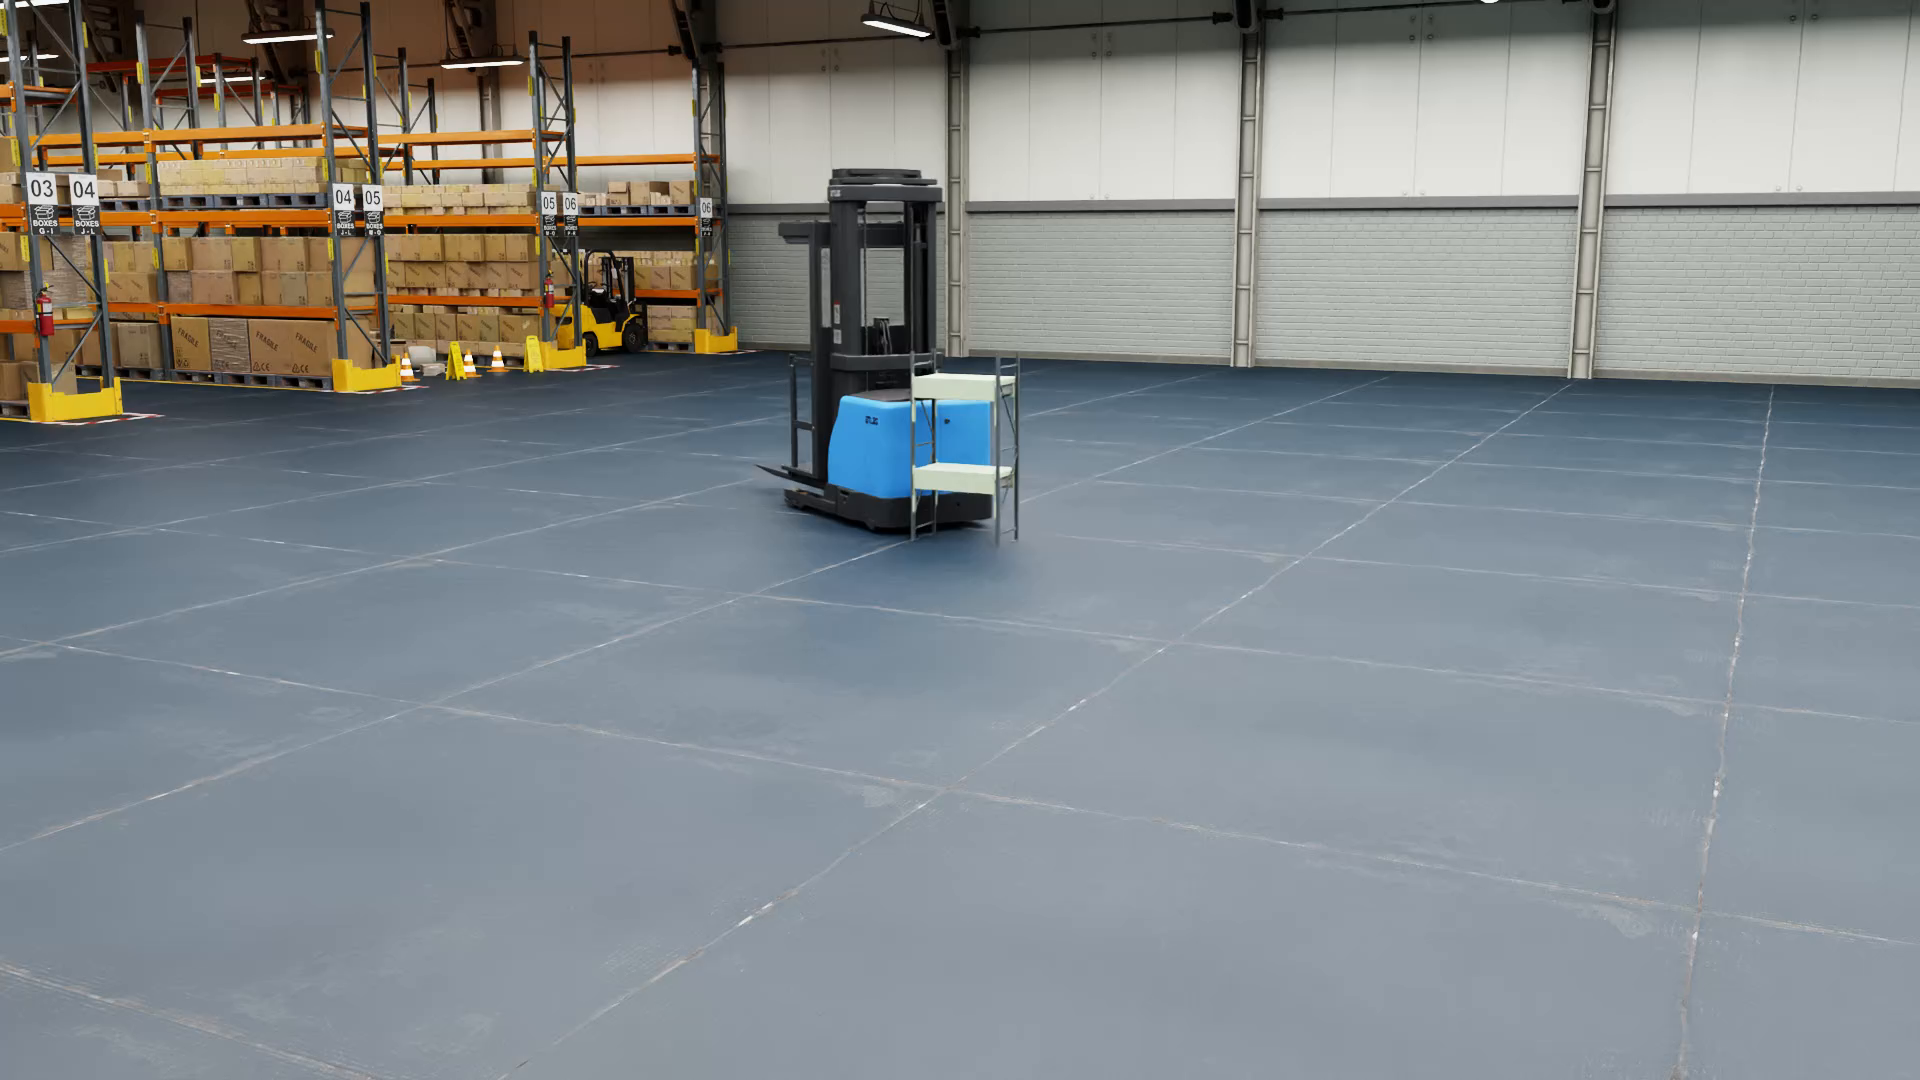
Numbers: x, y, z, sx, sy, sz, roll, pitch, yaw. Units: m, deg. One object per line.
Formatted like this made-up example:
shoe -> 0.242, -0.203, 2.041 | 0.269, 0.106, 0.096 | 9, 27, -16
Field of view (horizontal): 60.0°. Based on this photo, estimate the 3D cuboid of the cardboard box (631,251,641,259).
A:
cardboard box -> -6.813, -6.090, 35.518 | 0.250, 0.149, 0.380 | 5, 12, 27

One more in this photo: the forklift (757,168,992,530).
forklift -> -0.908, -1.741, 14.618 | 1.130, 2.935, 3.031 | -6, 12, -29

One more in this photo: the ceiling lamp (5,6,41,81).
ceiling lamp -> -22.992, -12.420, 40.198 | 0.800, 3.185, 2.000 | 5, 11, 26

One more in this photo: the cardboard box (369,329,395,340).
cardboard box -> -11.461, -3.972, 32.956 | 0.625, 0.372, 0.950 | 5, 11, 27

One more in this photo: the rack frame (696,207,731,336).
rack frame -> -5.209, -5.496, 35.174 | 0.127, 3.000, 1.000 | 5, 11, 26

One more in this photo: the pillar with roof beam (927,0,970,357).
pillar with roof beam -> -1.959, -7.486, 29.327 | 0.548, 9.000, 9.100 | 5, 11, 26

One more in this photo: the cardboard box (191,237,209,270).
cardboard box -> -12.229, -4.765, 27.684 | 0.550, 0.550, 0.875 | 5, 11, 26

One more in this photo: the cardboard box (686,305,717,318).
cardboard box -> -5.557, -4.910, 35.668 | 0.500, 0.250, 0.500 | 5, 11, 25

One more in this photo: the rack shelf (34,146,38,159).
rack shelf -> -18.470, -7.093, 30.299 | 4.000, 0.370, 1.077 | 5, 11, 26

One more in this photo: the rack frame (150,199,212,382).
rack frame -> -13.089, -4.219, 28.121 | 0.127, 3.000, 1.000 | 5, 11, 26

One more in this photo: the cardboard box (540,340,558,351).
cardboard box -> -8.003, -3.664, 31.595 | 0.500, 0.250, 0.500 | 5, 11, 25

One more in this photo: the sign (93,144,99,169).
sign -> -11.547, -5.113, 22.181 | 0.005, 0.325, 0.100 | 5, 11, 26

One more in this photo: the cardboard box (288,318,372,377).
cardboard box -> -10.139, -3.108, 26.769 | 0.875, 0.875, 0.875 | 5, 11, 26

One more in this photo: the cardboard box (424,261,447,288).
cardboard box -> -9.813, -5.057, 31.632 | 0.500, 0.500, 0.500 | 5, 11, 25

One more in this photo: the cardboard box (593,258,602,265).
cardboard box -> -7.725, -6.024, 35.989 | 0.250, 0.149, 0.380 | 5, 11, 25

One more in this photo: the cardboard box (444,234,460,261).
cardboard box -> -9.296, -5.522, 31.395 | 0.500, 0.500, 0.700 | 5, 11, 25

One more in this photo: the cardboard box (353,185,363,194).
cardboard box -> -9.668, -5.591, 26.521 | 0.250, 0.149, 0.380 | 5, 11, 26

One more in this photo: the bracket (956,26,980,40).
bracket -> 0.161, -9.856, 32.311 | 0.430, 0.232, 0.235 | 5, 11, 26

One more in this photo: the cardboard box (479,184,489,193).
cardboard box -> -8.708, -6.519, 30.873 | 0.250, 0.149, 0.380 | 5, 11, 26

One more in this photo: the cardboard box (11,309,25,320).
cardboard box -> -12.358, -3.006, 22.121 | 0.250, 0.149, 0.380 | 5, 11, 26

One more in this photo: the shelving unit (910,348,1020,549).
shelving unit -> 0.040, -0.728, 13.040 | 0.755, 1.500, 0.431 | 5, 11, 25

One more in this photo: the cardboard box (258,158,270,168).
cardboard box -> -10.864, -5.957, 26.308 | 0.250, 0.149, 0.380 | 5, 11, 26

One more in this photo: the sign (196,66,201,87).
sign -> -12.822, -7.796, 27.969 | 0.005, 0.325, 0.100 | 5, 11, 26

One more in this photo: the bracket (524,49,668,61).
bracket -> -8.275, -10.597, 36.407 | 4.783, 0.066, 0.076 | 5, 11, 26

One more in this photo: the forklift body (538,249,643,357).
forklift body -> -7.717, -4.936, 34.465 | 1.214, 2.155, 2.313 | 5, 11, 26

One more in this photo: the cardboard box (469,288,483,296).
cardboard box -> -9.010, -4.664, 31.283 | 0.250, 0.149, 0.380 | 5, 11, 25

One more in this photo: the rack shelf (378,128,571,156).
rack shelf -> -9.196, -7.457, 31.193 | 4.000, 0.370, 1.077 | 5, 11, 26

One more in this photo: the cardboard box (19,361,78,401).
cardboard box -> -12.340, -2.149, 22.519 | 0.500, 0.500, 0.500 | 8, 13, 36

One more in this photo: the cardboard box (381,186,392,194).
cardboard box -> -10.851, -6.686, 31.793 | 0.250, 0.149, 0.380 | 5, 11, 25

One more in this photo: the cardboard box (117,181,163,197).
cardboard box -> -13.793, -5.908, 27.988 | 0.500, 0.250, 0.500 | 5, 11, 26

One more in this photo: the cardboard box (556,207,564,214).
cardboard box -> -7.556, -6.133, 30.978 | 0.250, 0.149, 0.380 | 5, 11, 26

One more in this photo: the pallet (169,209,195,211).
pallet -> -16.182, -6.846, 34.743 | 1.213, 0.211, 1.003 | 6, 12, 28

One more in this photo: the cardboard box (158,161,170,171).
cardboard box -> -12.913, -6.137, 27.301 | 0.250, 0.149, 0.380 | 5, 11, 26

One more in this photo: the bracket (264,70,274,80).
bracket -> -16.726, -11.339, 40.510 | 0.430, 0.232, 0.235 | 5, 11, 26

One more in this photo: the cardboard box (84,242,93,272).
cardboard box -> -14.904, -4.919, 28.898 | 0.500, 0.500, 0.700 | 5, 11, 25

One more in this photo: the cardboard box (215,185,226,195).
cardboard box -> -11.770, -5.645, 26.819 | 0.250, 0.149, 0.380 | 5, 11, 26

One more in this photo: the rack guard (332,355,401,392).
rack guard -> -9.480, -2.672, 26.592 | 0.348, 0.500, 1.175 | 5, 11, 26

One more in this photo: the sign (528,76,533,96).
sign -> -7.666, -8.105, 29.679 | 0.005, 0.325, 0.100 | 5, 11, 26

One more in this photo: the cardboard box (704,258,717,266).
cardboard box -> -5.399, -5.932, 35.484 | 0.250, 0.149, 0.380 | 5, 11, 24

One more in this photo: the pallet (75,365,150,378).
pallet -> -14.913, -2.992, 29.169 | 1.213, 0.211, 1.003 | 5, 11, 26

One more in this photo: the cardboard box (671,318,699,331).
cardboard box -> -5.784, -4.584, 35.273 | 0.500, 0.250, 0.500 | 5, 11, 25

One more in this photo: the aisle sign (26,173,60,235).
aisle sign -> -11.864, -4.346, 21.524 | 0.004, 0.787, 0.394 | 5, 11, 26

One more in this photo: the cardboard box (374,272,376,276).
cardboard box -> -11.505, -5.420, 32.459 | 0.500, 0.500, 0.500 | 5, 11, 25

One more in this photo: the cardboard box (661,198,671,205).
cardboard box -> -6.087, -7.121, 34.975 | 0.250, 0.149, 0.380 | 5, 11, 24

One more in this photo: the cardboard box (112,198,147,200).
cardboard box -> -17.502, -7.264, 35.064 | 0.500, 0.500, 0.500 | 5, 11, 25

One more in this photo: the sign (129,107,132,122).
sign -> -17.934, -9.187, 35.876 | 0.005, 0.325, 0.100 | 5, 11, 26

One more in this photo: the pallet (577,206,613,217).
pallet -> -8.020, -7.180, 36.308 | 1.213, 0.211, 1.003 | 5, 11, 26

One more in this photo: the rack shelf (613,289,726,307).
rack shelf -> -7.003, -5.299, 36.109 | 4.000, 0.370, 1.077 | 5, 11, 26

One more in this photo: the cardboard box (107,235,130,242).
cardboard box -> -18.332, -6.575, 36.227 | 0.250, 0.149, 0.380 | 5, 11, 25

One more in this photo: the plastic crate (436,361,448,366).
plastic crate -> -9.944, -3.327, 31.386 | 0.583, 0.080, 0.402 | 1, 10, 6

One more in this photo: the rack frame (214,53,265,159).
rack frame -> -14.577, -8.285, 33.741 | 0.127, 3.000, 1.000 | 5, 11, 26

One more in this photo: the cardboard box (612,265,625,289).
cardboard box -> -7.143, -5.662, 35.813 | 0.500, 0.500, 0.500 | 5, 11, 26

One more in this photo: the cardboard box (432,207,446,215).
cardboard box -> -9.701, -6.191, 31.298 | 0.250, 0.149, 0.380 | 5, 11, 25
